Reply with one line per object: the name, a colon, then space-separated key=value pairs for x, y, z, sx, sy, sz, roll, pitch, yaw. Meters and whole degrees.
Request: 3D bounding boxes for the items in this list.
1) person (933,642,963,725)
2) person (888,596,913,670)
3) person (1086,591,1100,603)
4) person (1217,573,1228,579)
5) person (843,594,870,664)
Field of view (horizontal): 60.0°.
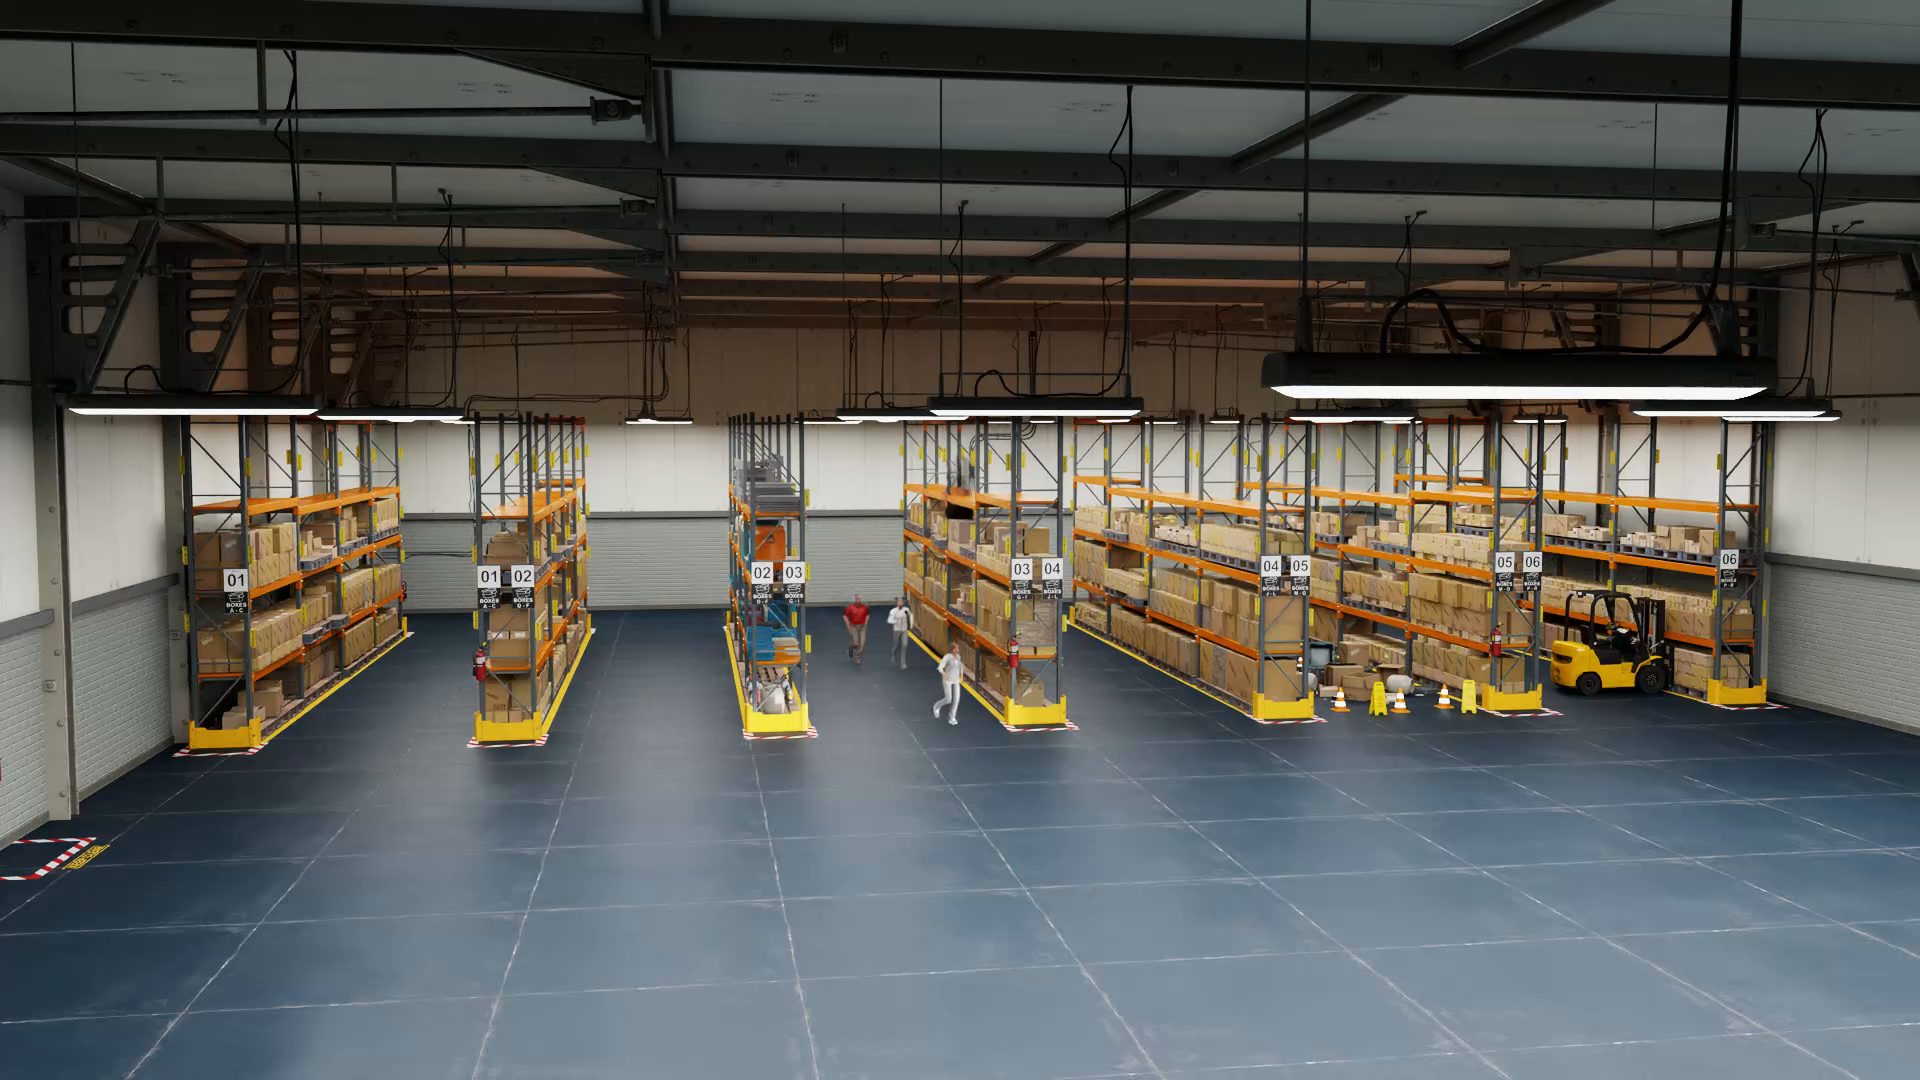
person: x=-0.191 y=2.755 z=32.230 sx=0.590 sy=1.578 sz=0.647 roll=-3 pitch=5 yaw=-37
person: x=-1.419 y=2.182 z=39.638 sx=0.620 sy=1.727 sz=0.926 roll=-1 pitch=4 yaw=-9
person: x=4.032 y=1.499 z=49.987 sx=0.711 sy=1.639 sz=0.581 roll=-1 pitch=4 yaw=-21
person: x=7.998 y=1.419 z=50.692 sx=0.708 sy=1.717 sz=0.706 roll=0 pitch=4 yaw=1
person: x=-2.475 y=2.150 z=40.237 sx=0.664 sy=1.672 sz=0.601 roll=-2 pitch=4 yaw=-22
